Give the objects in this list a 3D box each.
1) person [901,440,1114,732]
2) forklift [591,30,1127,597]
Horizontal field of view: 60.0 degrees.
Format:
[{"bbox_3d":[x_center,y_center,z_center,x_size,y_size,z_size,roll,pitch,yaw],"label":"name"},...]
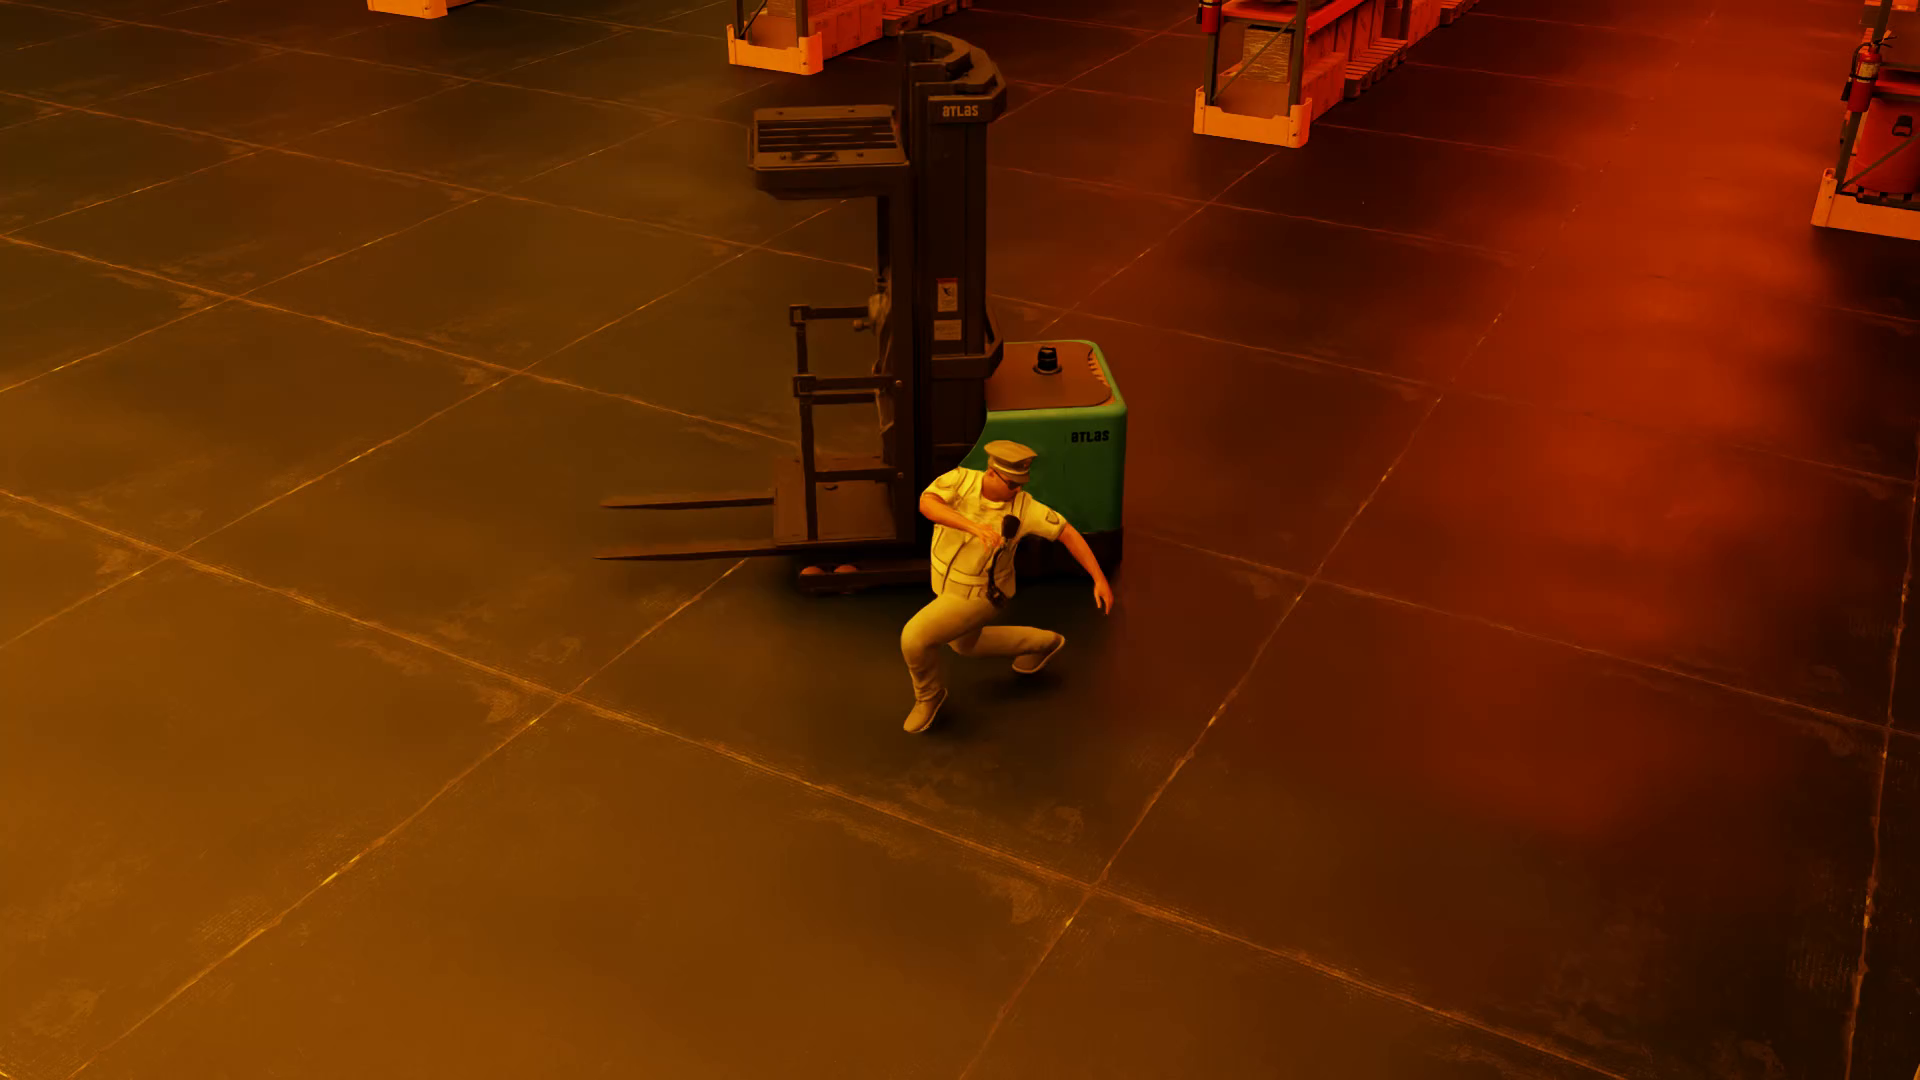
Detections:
[{"bbox_3d":[0.198,0.245,8.157,0.975,1.501,0.824,-23,37,-34],"label":"person"},{"bbox_3d":[-0.614,-1.227,9.197,3.031,2.935,1.130,-3,30,-5],"label":"forklift"}]
